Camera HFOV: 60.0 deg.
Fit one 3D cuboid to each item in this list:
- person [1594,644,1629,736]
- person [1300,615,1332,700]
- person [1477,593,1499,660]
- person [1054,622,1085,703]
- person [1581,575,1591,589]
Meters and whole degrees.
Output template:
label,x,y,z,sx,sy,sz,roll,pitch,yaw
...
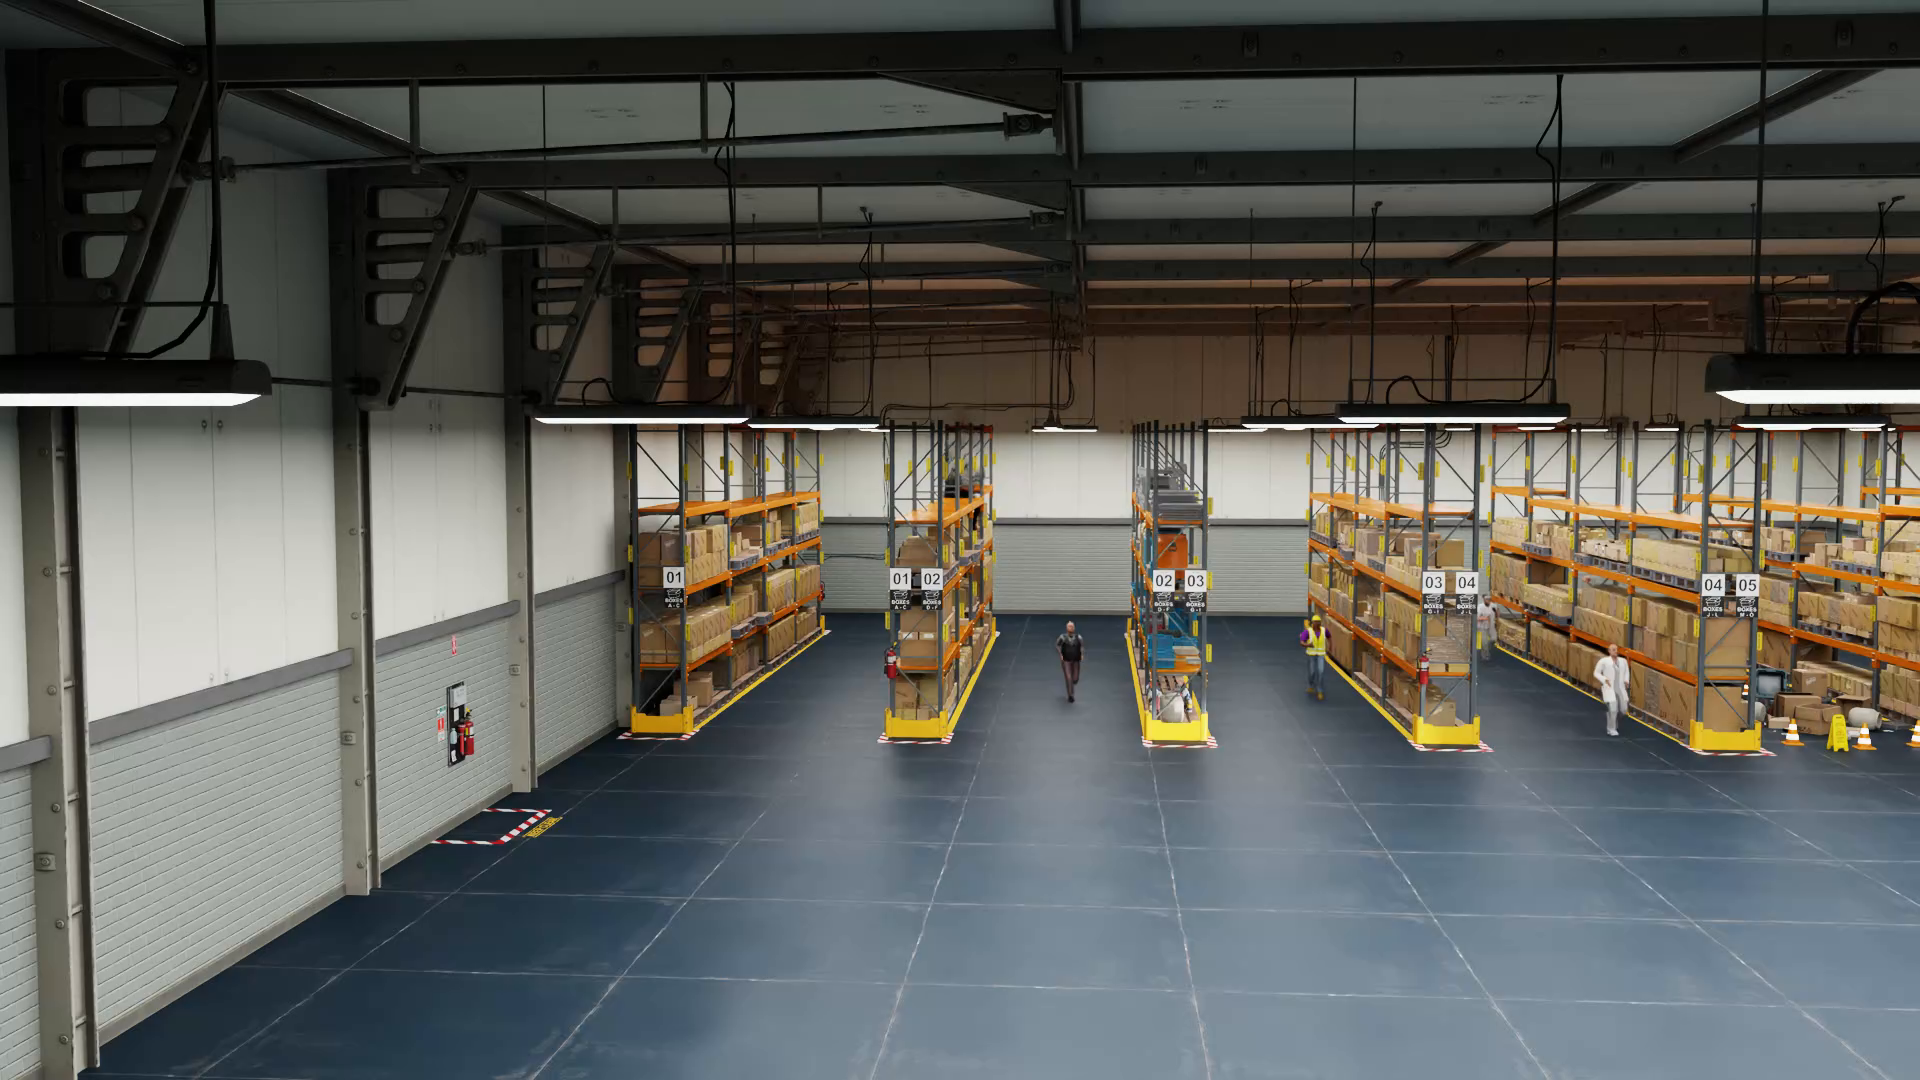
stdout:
label,x,y,z,sx,sy,sz,roll,pitch,yaw
person,12.445,2.850,31.666,0.704,1.725,0.663,0,4,-1
person,7.776,2.547,36.317,0.718,1.833,0.772,0,4,5
person,13.315,2.194,41.911,0.705,1.731,0.756,0,4,-1
person,2.377,2.620,35.887,0.661,1.701,0.748,0,4,-7
person,17.881,1.890,47.425,0.673,1.684,0.700,1,4,8
